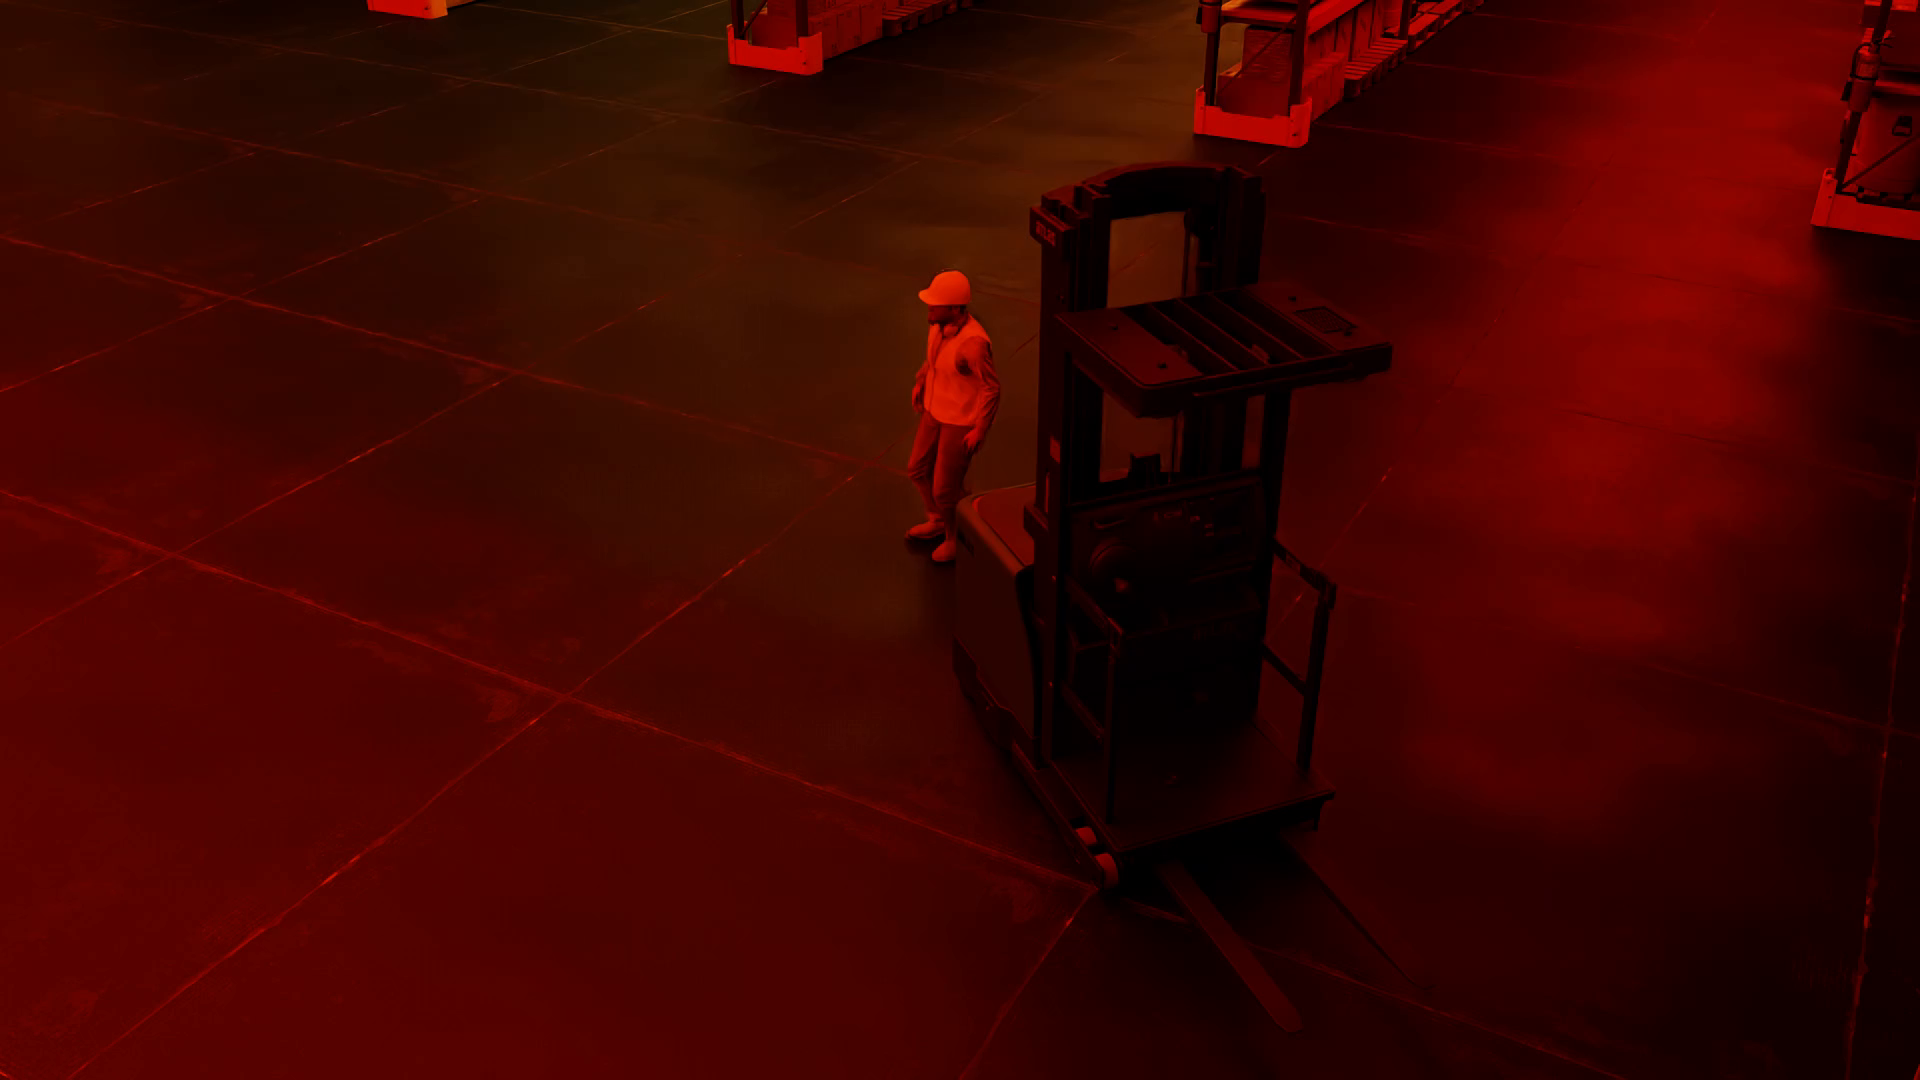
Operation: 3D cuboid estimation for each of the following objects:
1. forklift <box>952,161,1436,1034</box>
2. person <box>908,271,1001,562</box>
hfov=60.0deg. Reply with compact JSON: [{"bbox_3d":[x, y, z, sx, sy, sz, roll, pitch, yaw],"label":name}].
[{"bbox_3d":[0.988,0.035,7.011,1.130,2.935,3.031,-12,32,-19],"label":"forklift"},{"bbox_3d":[-0.049,-0.735,9.544,0.432,1.749,0.695,-13,33,-22],"label":"person"}]
